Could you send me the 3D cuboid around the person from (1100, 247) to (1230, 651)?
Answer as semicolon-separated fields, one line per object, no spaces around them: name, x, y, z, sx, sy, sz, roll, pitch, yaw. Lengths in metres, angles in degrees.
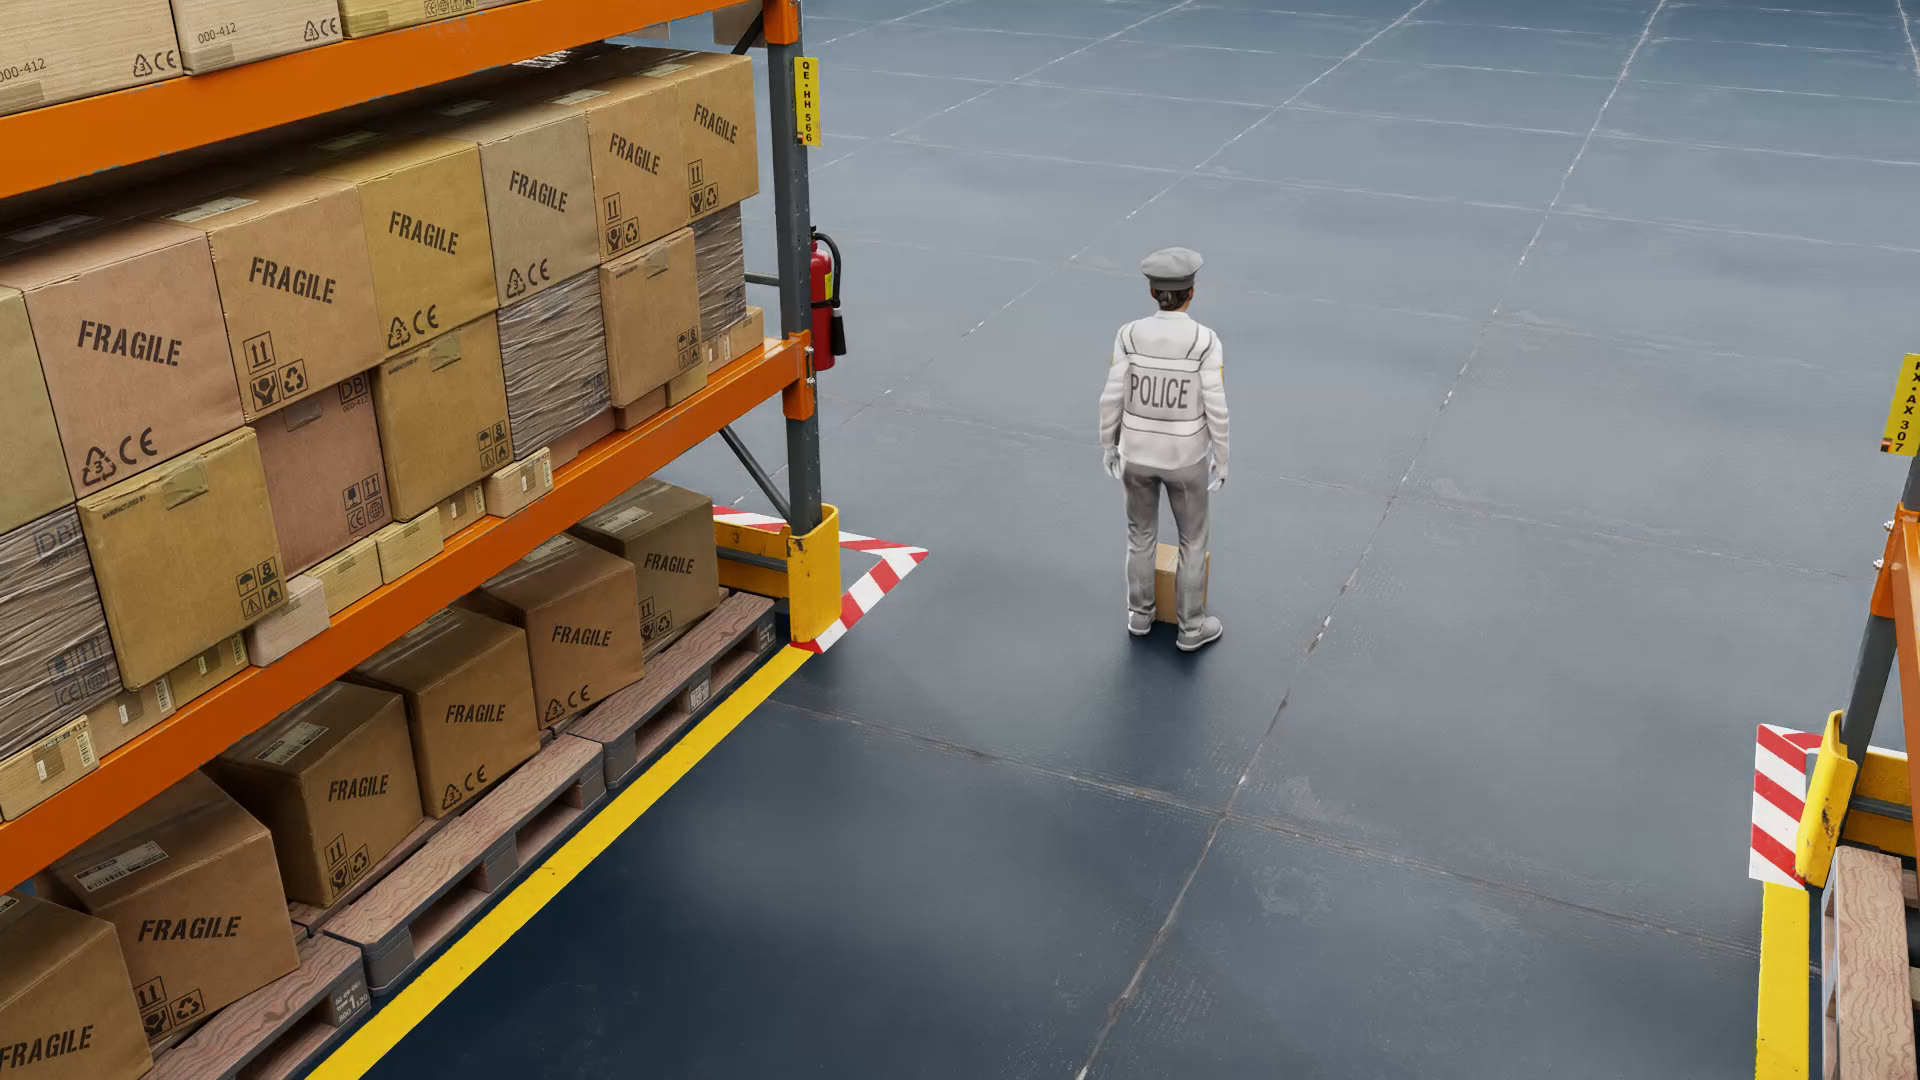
person;0.844;-0.350;6.815;0.547;1.666;0.410;10;28;19
